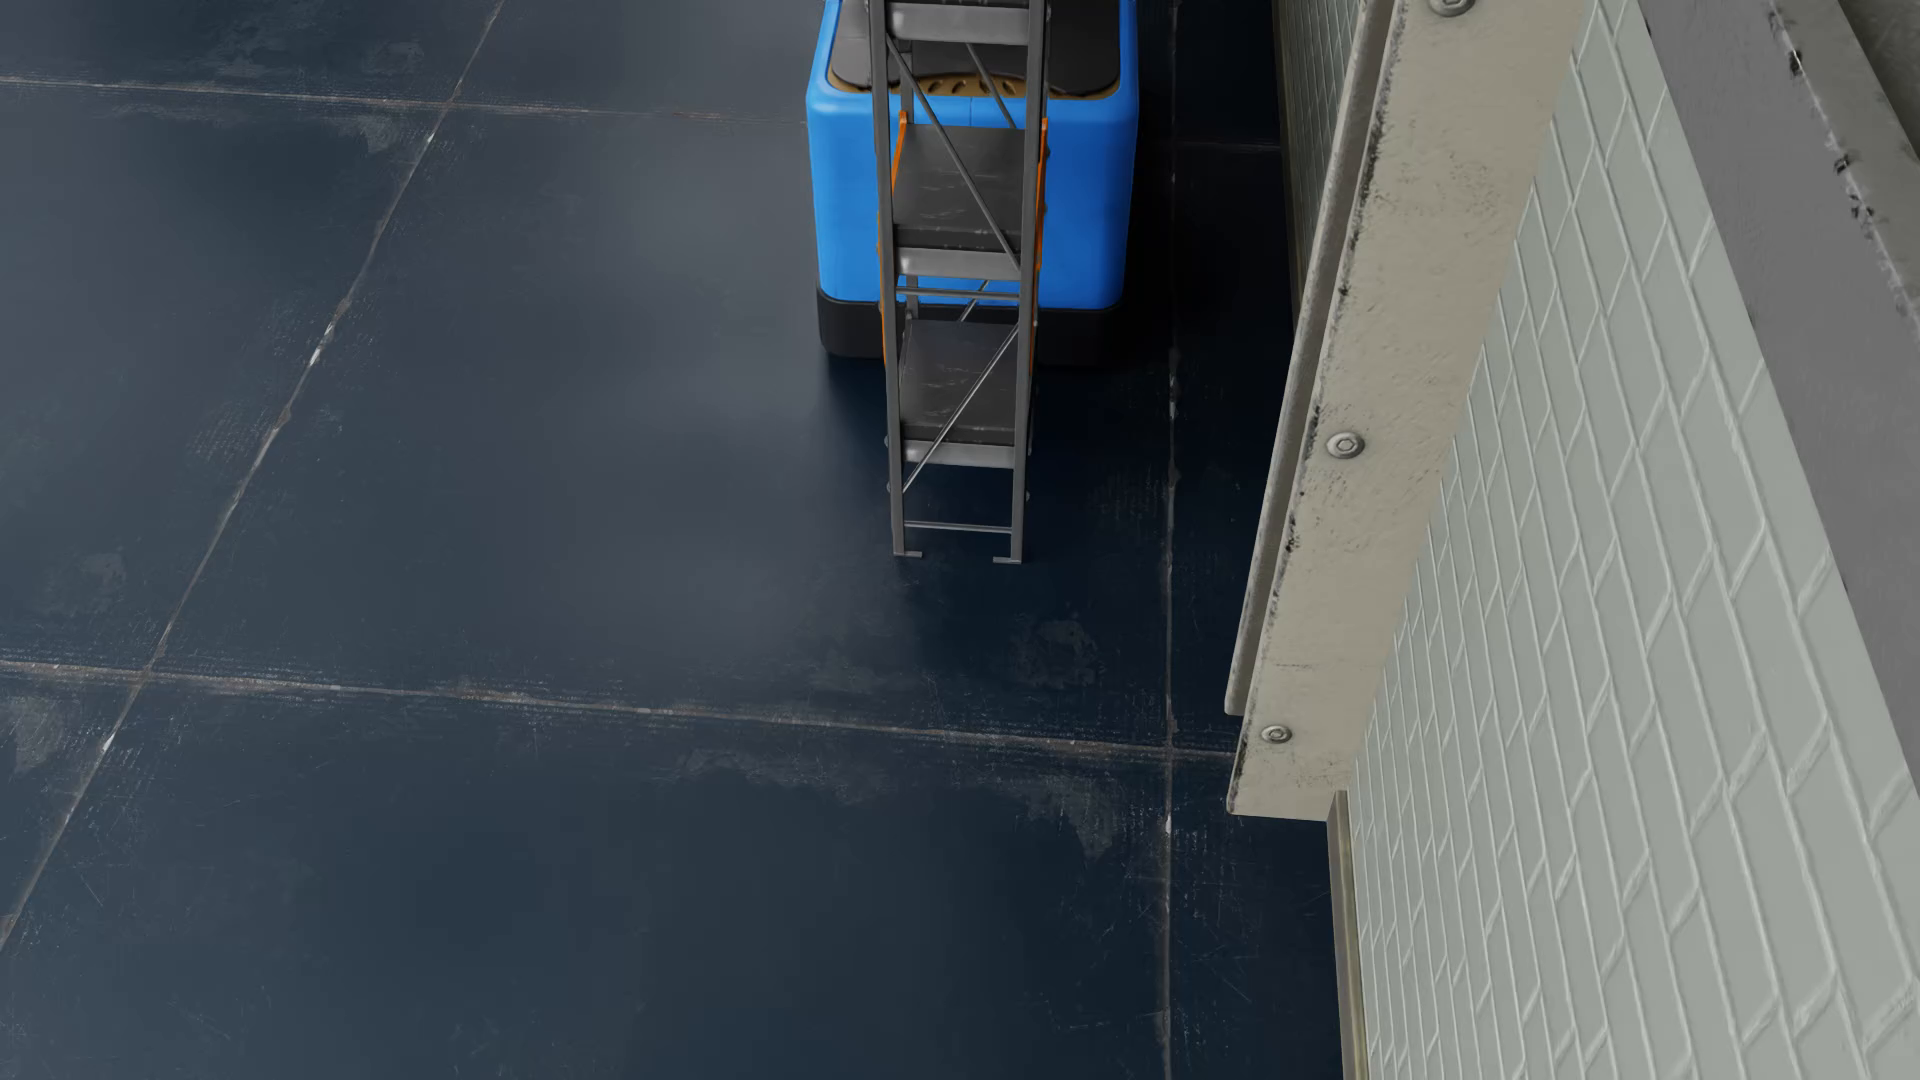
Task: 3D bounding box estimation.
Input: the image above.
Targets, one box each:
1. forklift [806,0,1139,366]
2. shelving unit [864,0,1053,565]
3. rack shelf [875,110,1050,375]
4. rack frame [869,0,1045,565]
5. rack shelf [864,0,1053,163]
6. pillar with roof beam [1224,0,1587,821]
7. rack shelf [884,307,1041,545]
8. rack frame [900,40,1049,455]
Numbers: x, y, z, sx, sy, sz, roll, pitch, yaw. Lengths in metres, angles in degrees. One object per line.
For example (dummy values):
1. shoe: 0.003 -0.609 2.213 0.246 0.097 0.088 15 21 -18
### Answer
1. forklift: 0.116 -2.668 5.704 1.130 2.935 3.031 2 48 2
2. shelving unit: 0.015 -0.830 4.586 0.431 2.100 0.503 4 48 4
3. rack shelf: 0.015 -0.821 4.597 0.431 0.518 0.480 4 48 4
4. rack frame: -0.007 -0.651 4.422 0.400 2.100 0.015 4 48 4
5. rack shelf: 0.015 -1.294 4.080 0.431 0.518 0.480 4 48 4
6. pillar with roof beam: -3.383 -2.712 1.632 9.100 9.000 0.400 4 48 4
7. rack shelf: 0.015 -0.349 5.113 0.431 0.518 0.480 4 48 4
8. rack frame: 0.037 -1.010 4.750 0.400 2.100 0.015 4 48 4
